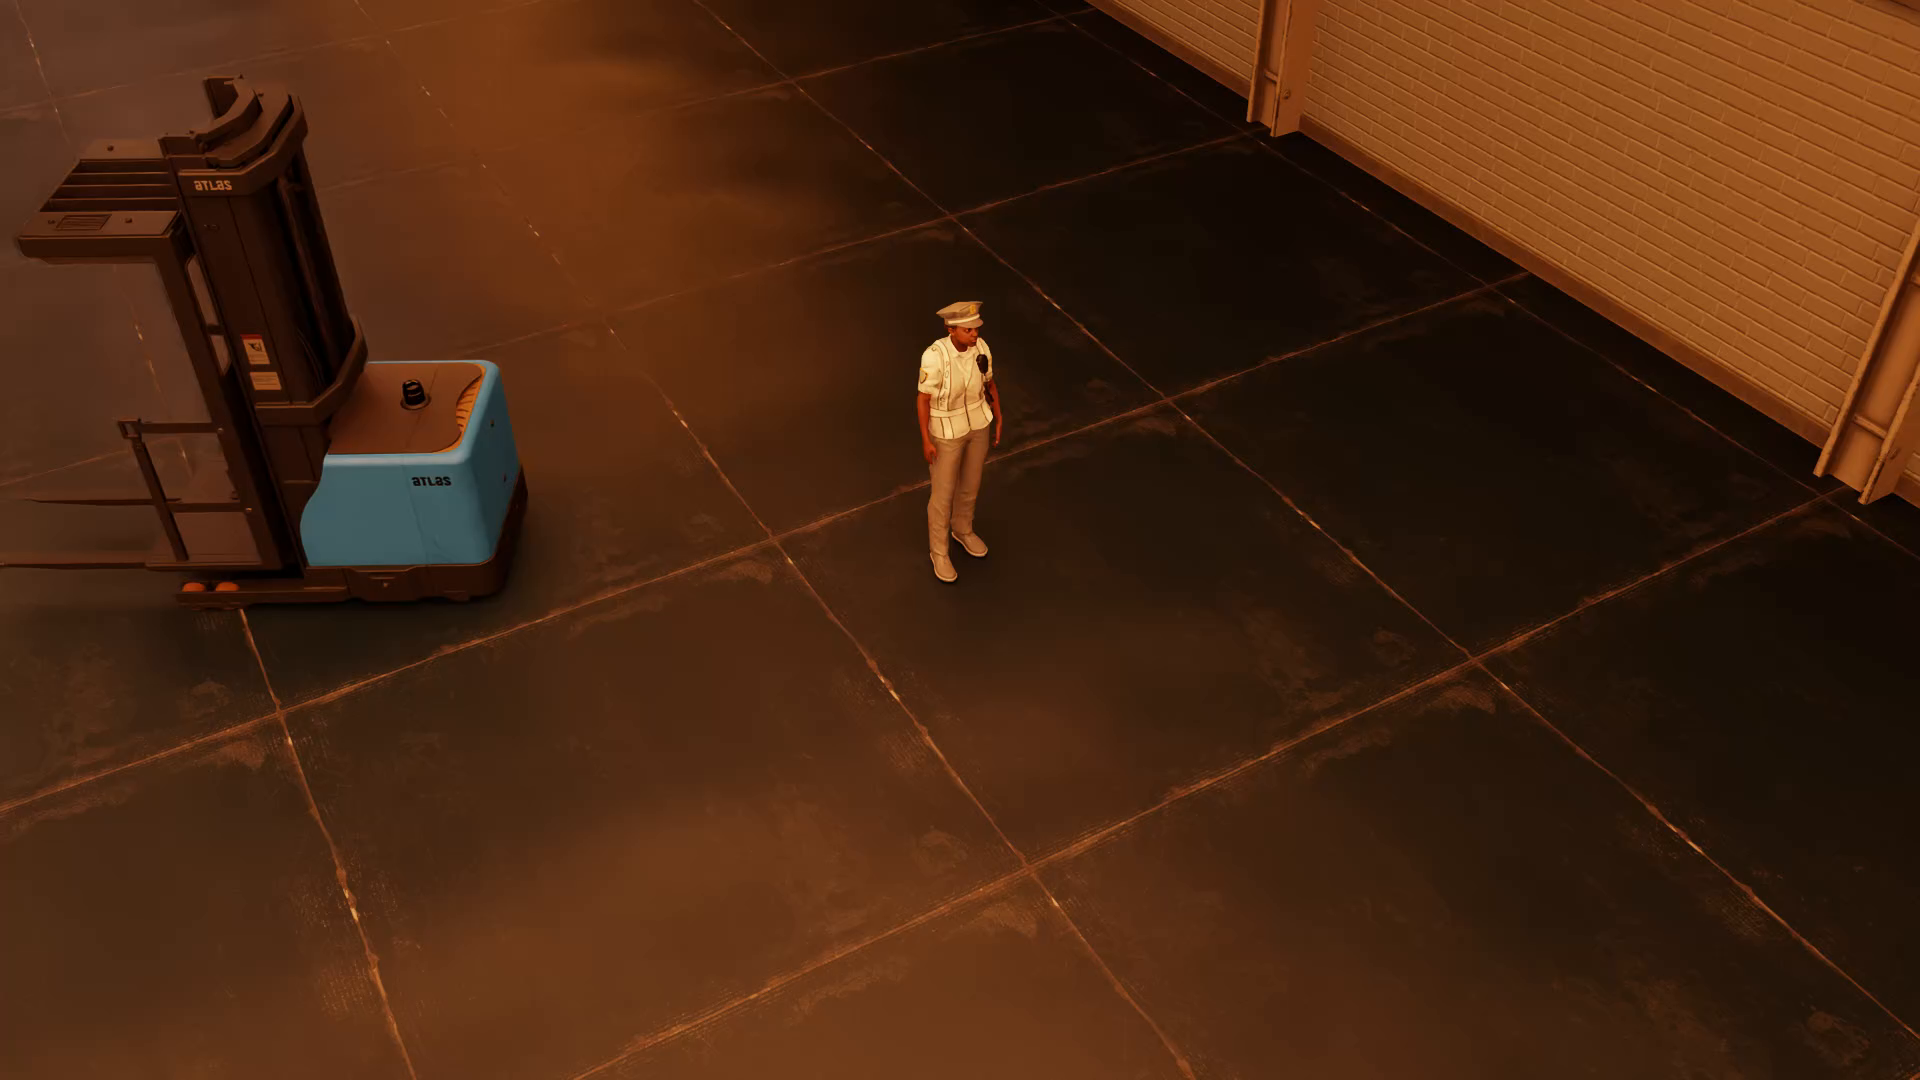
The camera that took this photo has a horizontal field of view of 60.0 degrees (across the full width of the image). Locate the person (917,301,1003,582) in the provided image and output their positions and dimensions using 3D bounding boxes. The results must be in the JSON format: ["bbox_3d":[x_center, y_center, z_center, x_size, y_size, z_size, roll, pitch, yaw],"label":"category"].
[{"bbox_3d":[0.020,-0.609,9.729,0.569,1.693,0.528,-20,44,-23],"label":"person"}]

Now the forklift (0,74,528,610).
[{"bbox_3d":[-4.245,-1.057,9.310,3.031,2.935,1.130,-1,40,-1],"label":"forklift"}]
